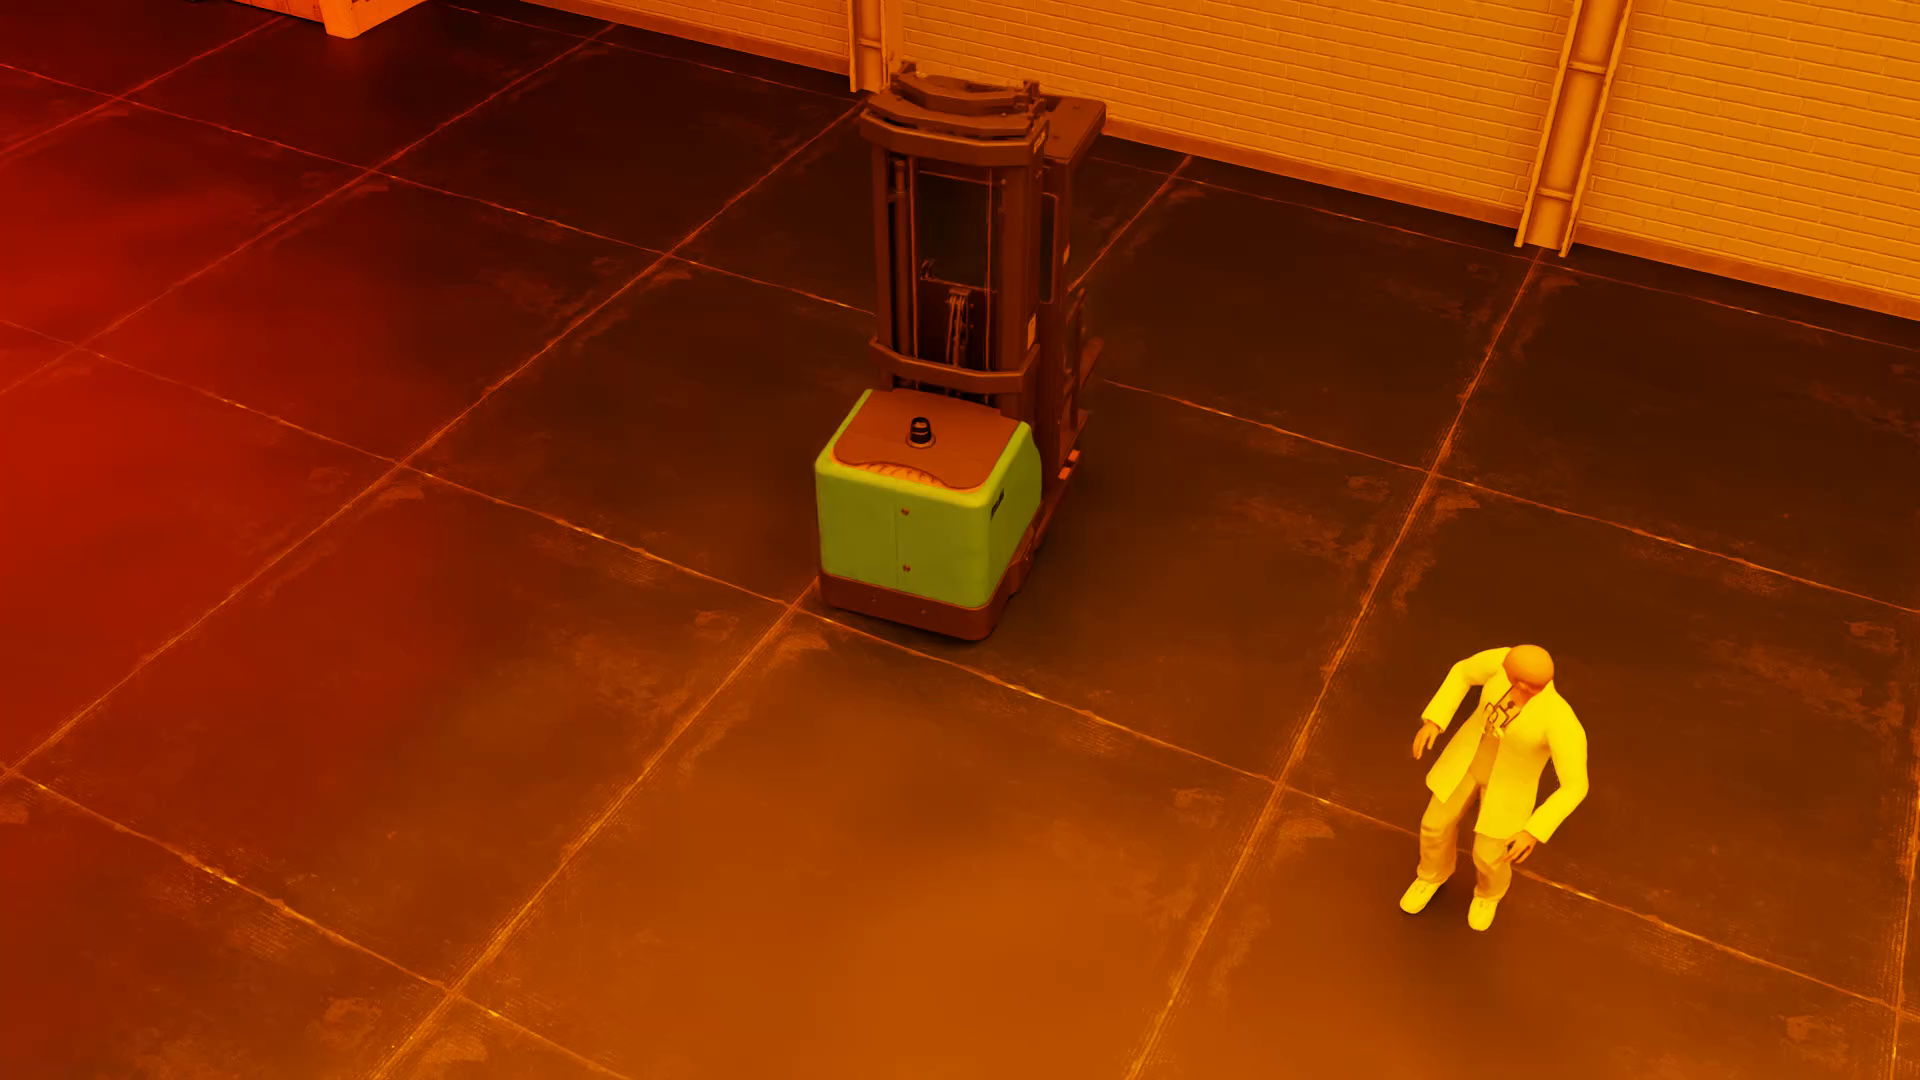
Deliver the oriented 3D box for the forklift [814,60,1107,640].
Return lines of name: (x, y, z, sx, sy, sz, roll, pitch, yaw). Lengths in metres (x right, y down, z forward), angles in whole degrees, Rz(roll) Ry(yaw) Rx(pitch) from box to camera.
forklift: (0.164, -1.506, 9.774, 1.130, 2.935, 3.031, 13, 42, 15)

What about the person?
person: (2.432, 1.123, 7.623, 0.551, 1.722, 0.825, -26, 47, -28)
